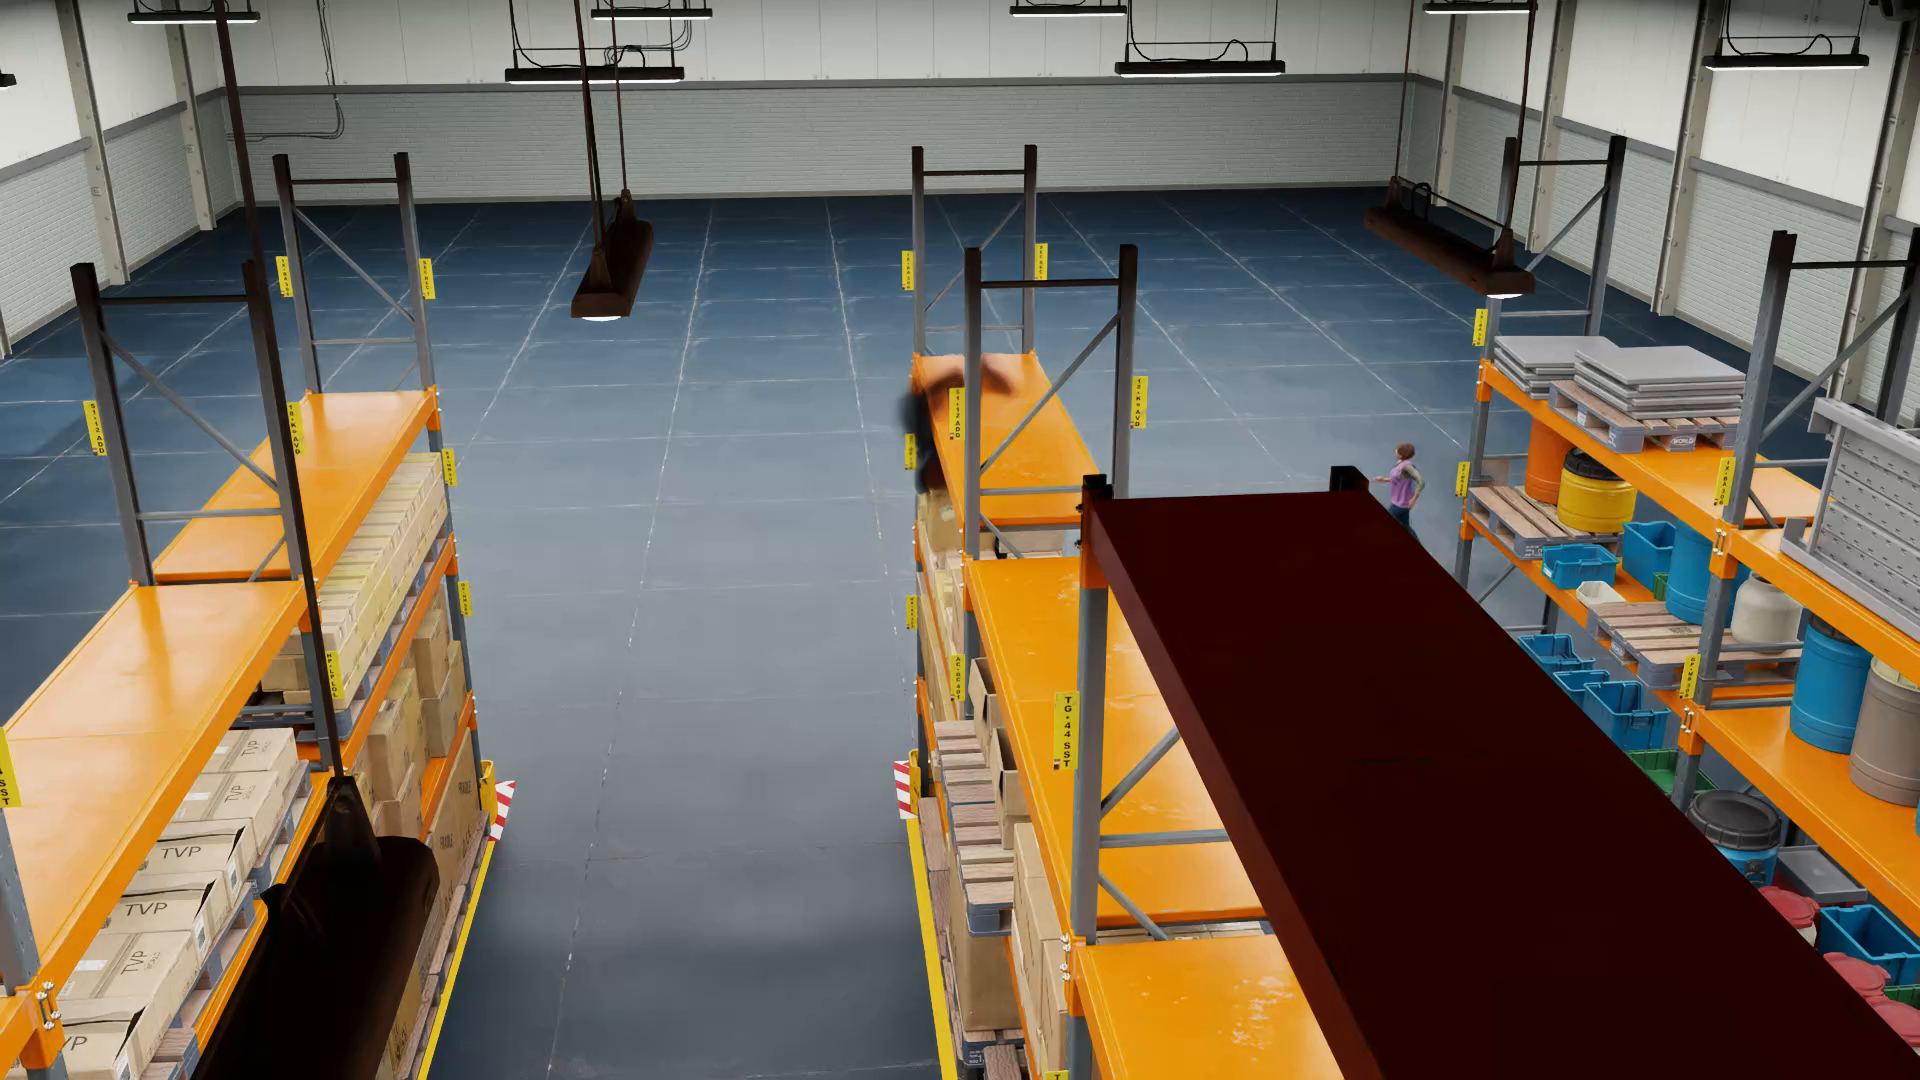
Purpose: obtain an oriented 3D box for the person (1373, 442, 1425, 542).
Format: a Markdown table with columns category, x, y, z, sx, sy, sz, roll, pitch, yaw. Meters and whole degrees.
| category | x | y | z | sx | sy | sz | roll | pitch | yaw |
| --- | --- | --- | --- | --- | --- | --- | --- | --- | --- |
| person | 5.441 | -0.423 | 20.549 | 0.711 | 1.649 | 0.530 | 6 | 22 | 14 |
